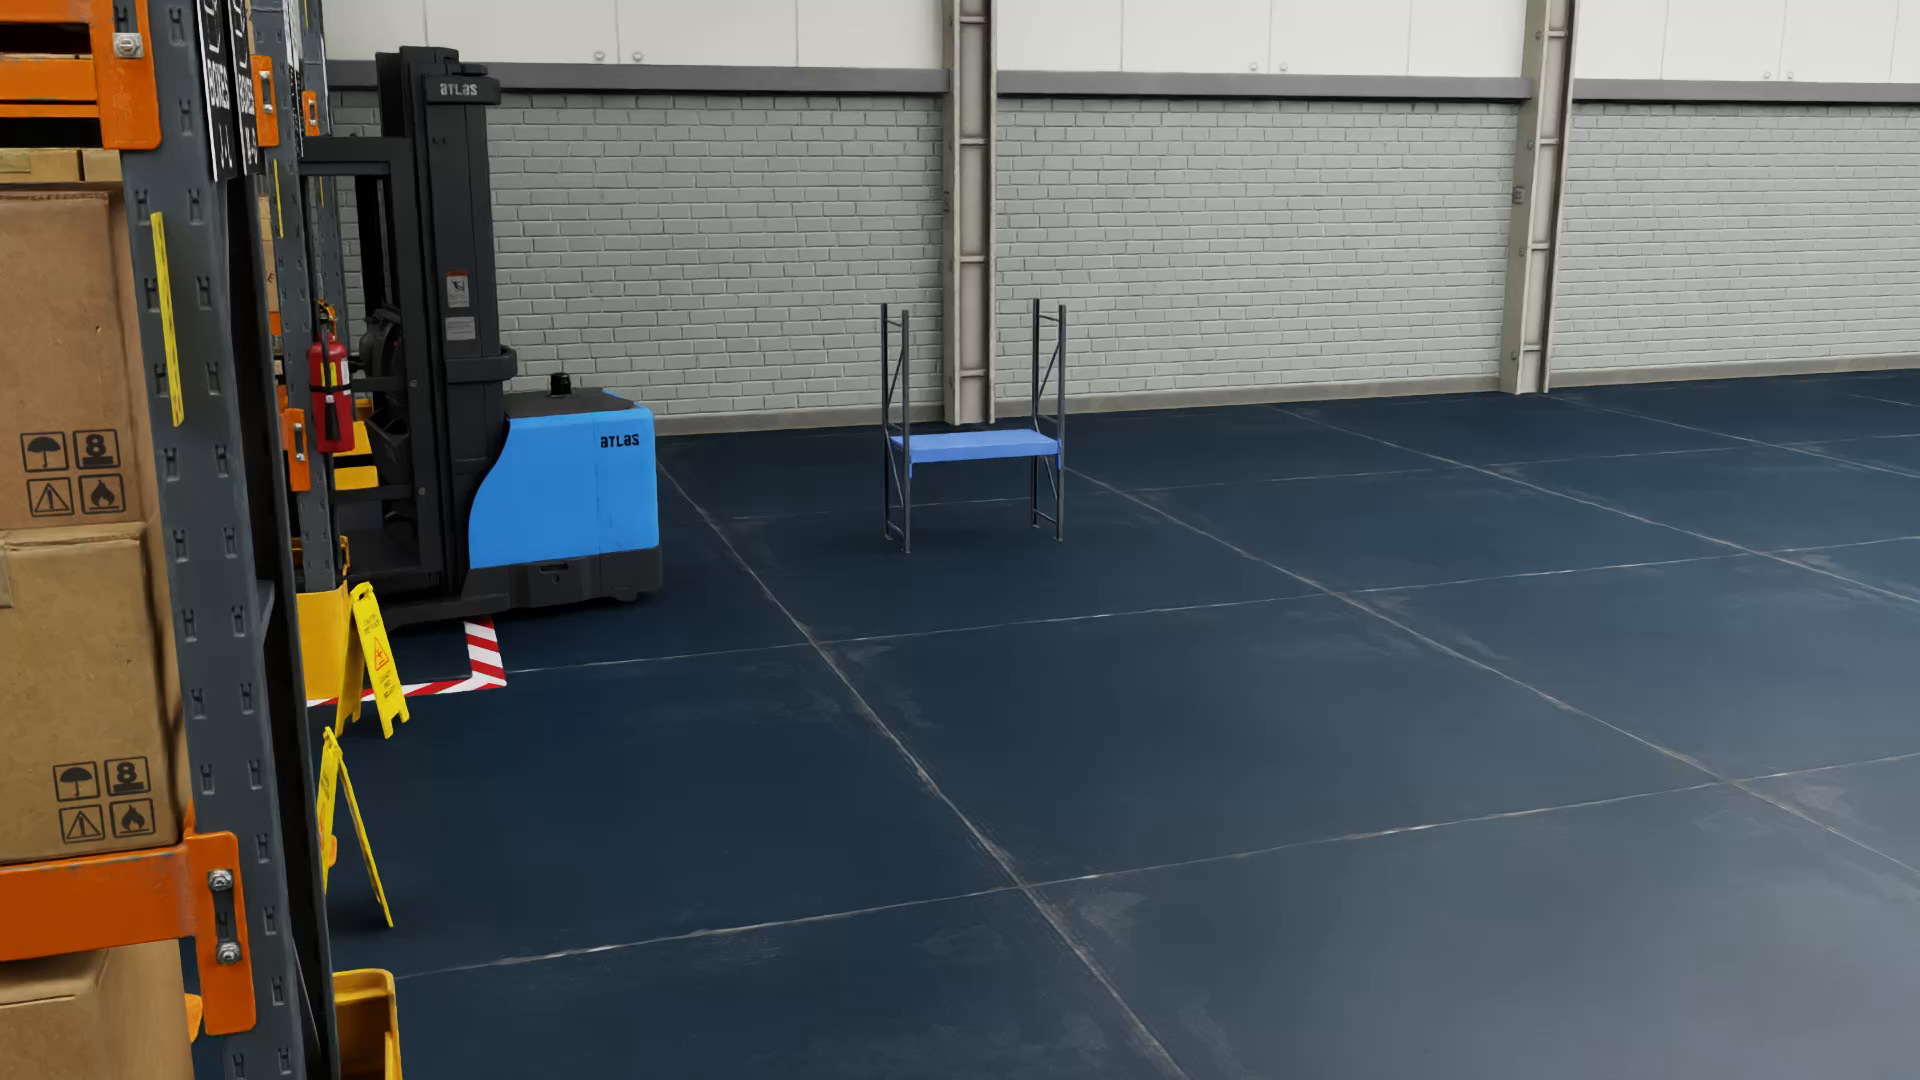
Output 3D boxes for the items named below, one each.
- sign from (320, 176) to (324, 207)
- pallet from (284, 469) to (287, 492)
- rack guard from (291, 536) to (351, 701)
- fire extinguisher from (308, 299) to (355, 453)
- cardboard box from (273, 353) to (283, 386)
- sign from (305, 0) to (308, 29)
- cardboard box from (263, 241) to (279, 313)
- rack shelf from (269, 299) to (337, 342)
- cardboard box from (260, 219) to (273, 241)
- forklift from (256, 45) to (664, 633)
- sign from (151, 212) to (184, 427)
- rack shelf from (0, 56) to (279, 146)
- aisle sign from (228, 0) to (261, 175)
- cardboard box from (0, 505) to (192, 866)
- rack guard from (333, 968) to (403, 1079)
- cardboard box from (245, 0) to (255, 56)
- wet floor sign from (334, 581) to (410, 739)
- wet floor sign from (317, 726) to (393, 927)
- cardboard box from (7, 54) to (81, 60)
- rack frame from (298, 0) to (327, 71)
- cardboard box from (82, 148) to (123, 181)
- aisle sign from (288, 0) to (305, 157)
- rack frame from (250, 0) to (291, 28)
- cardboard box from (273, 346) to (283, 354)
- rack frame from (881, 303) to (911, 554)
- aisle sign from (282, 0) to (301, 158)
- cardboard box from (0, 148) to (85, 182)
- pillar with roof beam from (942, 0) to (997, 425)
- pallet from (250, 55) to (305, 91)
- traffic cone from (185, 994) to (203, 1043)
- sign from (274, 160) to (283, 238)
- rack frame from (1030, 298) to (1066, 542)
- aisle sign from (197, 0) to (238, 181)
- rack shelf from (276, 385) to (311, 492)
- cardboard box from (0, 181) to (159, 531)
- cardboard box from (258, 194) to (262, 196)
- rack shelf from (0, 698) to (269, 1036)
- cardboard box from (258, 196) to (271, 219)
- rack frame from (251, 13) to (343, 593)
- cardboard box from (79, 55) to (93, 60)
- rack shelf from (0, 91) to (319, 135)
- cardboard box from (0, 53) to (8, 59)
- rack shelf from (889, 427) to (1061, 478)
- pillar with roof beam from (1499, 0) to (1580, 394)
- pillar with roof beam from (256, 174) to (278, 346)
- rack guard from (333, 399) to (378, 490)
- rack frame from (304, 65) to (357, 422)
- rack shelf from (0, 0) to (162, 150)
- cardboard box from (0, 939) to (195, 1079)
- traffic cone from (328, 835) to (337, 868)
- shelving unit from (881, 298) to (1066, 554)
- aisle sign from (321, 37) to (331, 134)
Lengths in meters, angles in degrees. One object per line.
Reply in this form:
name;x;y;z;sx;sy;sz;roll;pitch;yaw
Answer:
sign;-4.496;-2.510;11.701;0.005;0.325;0.100;-4;14;-18
pallet;-5.367;-0.530;12.414;1.213;0.211;1.003;-4;14;-18
rack guard;-3.141;0.358;8.057;0.348;0.500;1.175;-4;14;-18
fire extinguisher;-2.813;-0.733;7.411;0.183;0.674;0.296;-4;14;-18
cardboard box;-4.992;-1.203;12.090;0.500;0.250;0.500;-4;14;-16
sign;-4.496;-3.683;11.422;0.005;0.325;0.100;-4;14;-18
cardboard box;-5.038;-1.907;11.960;0.500;0.500;0.500;-5;14;-19
rack shelf;-6.551;-1.454;11.830;4.000;0.370;1.077;-4;14;-18
cardboard box;-4.895;-2.229;11.914;0.250;0.149;0.380;-4;14;-17
forklift;-3.193;-1.026;8.622;3.031;2.935;1.130;-7;15;-28
sign;-1.234;-0.344;2.592;0.005;0.325;0.100;-4;14;-18
rack shelf;-4.964;-1.825;6.907;4.000;0.370;1.077;-4;14;-18
aisle sign;-1.423;-1.121;3.256;0.004;0.787;0.394;-4;14;-18
cardboard box;-1.732;0.179;3.084;0.550;0.550;0.875;-4;14;-18
rack guard;-1.372;1.429;3.555;0.348;0.500;1.175;-4;14;-18
cardboard box;-4.997;-3.627;11.586;0.500;0.500;0.500;-4;14;-16
wet floor sign;-2.547;0.502;7.136;0.232;0.644;0.267;0;13;1
wet floor sign;-1.998;0.924;5.366;0.232;0.644;0.267;-7;15;-28
cardboard box;-3.806;-2.075;6.946;0.250;0.149;0.380;-4;14;-16
rack frame;-4.655;-4.871;11.673;0.127;3.000;1.000;-4;14;-18
cardboard box;-3.483;-1.458;7.270;0.500;0.500;0.700;-5;14;-19
aisle sign;-3.109;-2.201;7.795;0.004;0.787;0.394;-4;14;-18
rack frame;-3.069;-3.782;7.097;0.127;3.000;1.000;-4;14;-18
cardboard box;-5.171;-1.311;12.546;0.500;0.250;0.500;-5;14;-19
rack frame;-0.401;-0.698;10.338;0.032;1.500;0.500;-4;14;-18
aisle sign;-2.918;-2.069;7.242;0.004;0.787;0.394;-4;14;-18
cardboard box;-3.965;-1.422;7.120;0.500;0.500;0.700;-4;14;-18
pillar with roof beam;1.457;-4.515;10.180;0.400;9.000;9.100;-4;14;-18
pallet;-5.334;-3.322;11.834;1.213;0.211;1.003;-4;14;-18
traffic cone;-2.351;1.177;4.697;0.334;0.463;0.336;-4;14;-18
sign;-2.911;-1.457;7.103;0.005;0.325;0.100;-4;14;-18
rack frame;0.563;-0.773;10.653;0.032;1.500;0.500;-4;14;-18
aisle sign;-1.231;-0.990;2.703;0.004;0.787;0.394;-4;14;-18
rack shelf;-4.964;-0.366;7.254;4.000;0.370;1.077;-4;14;-18
cardboard box;-1.758;-0.365;3.037;0.550;0.550;0.875;-4;14;-18
cardboard box;-5.314;-2.477;12.314;0.250;0.149;0.380;-4;14;-16
rack shelf;-3.290;0.712;2.721;4.000;0.370;1.077;-4;14;-18
cardboard box;-4.928;-2.388;11.940;0.250;0.149;0.380;-4;14;-18
rack frame;-3.069;-0.864;7.791;0.127;3.000;1.000;-4;14;-18
cardboard box;-3.543;-2.087;6.997;0.250;0.149;0.380;-4;14;-18
rack shelf;-6.551;-2.914;11.482;4.000;0.370;1.077;-4;14;-18
cardboard box;-4.067;-2.071;6.929;0.250;0.149;0.380;-4;14;-18
rack shelf;0.081;-0.561;10.537;1.000;0.185;0.538;-4;14;-18
pillar with roof beam;7.144;-4.958;12.042;0.400;9.000;9.100;-4;14;-18
pillar with roof beam;-4.230;-4.073;8.318;0.400;9.000;9.100;-4;14;-18
rack guard;-4.633;-0.738;12.664;0.348;0.500;1.175;-4;14;-18
rack frame;-4.655;-1.952;12.367;0.127;3.000;1.000;-4;14;-18
rack shelf;-3.290;-0.747;2.374;4.000;0.370;1.077;-4;14;-18
cardboard box;-2.016;1.109;3.184;0.875;0.875;0.875;-4;14;-18
traffic cone;-2.389;0.904;5.844;0.334;0.463;0.336;-4;14;-18
shelving unit;0.081;-0.736;10.496;1.048;1.500;0.538;-4;14;-18
aisle sign;-4.500;-3.157;11.816;0.004;0.787;0.394;-4;14;-18
